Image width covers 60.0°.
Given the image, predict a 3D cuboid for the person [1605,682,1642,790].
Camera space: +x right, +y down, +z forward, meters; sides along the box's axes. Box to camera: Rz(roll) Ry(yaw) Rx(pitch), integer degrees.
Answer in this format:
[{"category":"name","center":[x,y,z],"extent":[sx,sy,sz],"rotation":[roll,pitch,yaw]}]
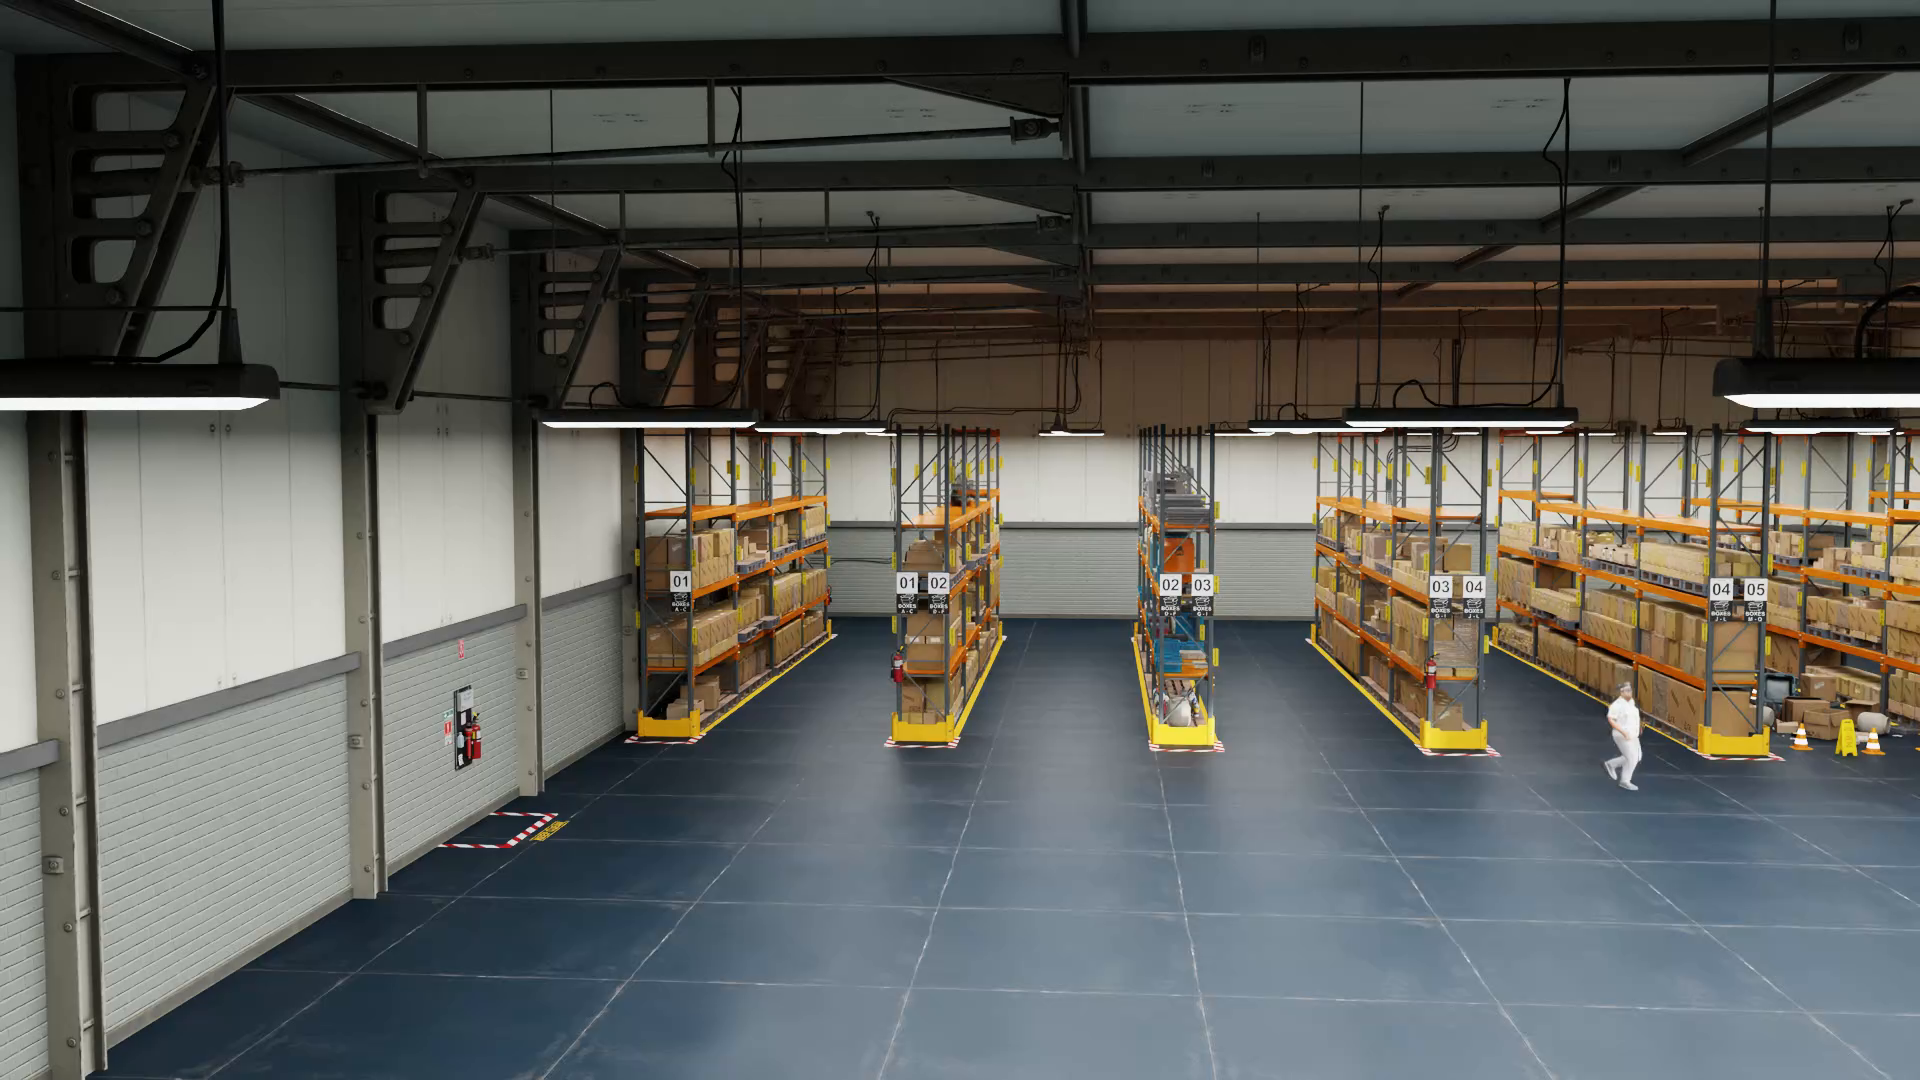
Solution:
[{"category":"person","center":[10.892,3.193,27.341],"extent":[0.658,1.763,0.612],"rotation":[-3,5,-40]}]

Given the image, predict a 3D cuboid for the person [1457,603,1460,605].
[{"category":"person","center":[13.582,2.107,46.217],"extent":[0.635,1.570,0.627],"rotation":[2,4,33]}]

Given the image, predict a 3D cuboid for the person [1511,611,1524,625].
[{"category":"person","center":[15.963,2.013,47.502],"extent":[0.558,1.661,0.776],"rotation":[3,5,42]}]
